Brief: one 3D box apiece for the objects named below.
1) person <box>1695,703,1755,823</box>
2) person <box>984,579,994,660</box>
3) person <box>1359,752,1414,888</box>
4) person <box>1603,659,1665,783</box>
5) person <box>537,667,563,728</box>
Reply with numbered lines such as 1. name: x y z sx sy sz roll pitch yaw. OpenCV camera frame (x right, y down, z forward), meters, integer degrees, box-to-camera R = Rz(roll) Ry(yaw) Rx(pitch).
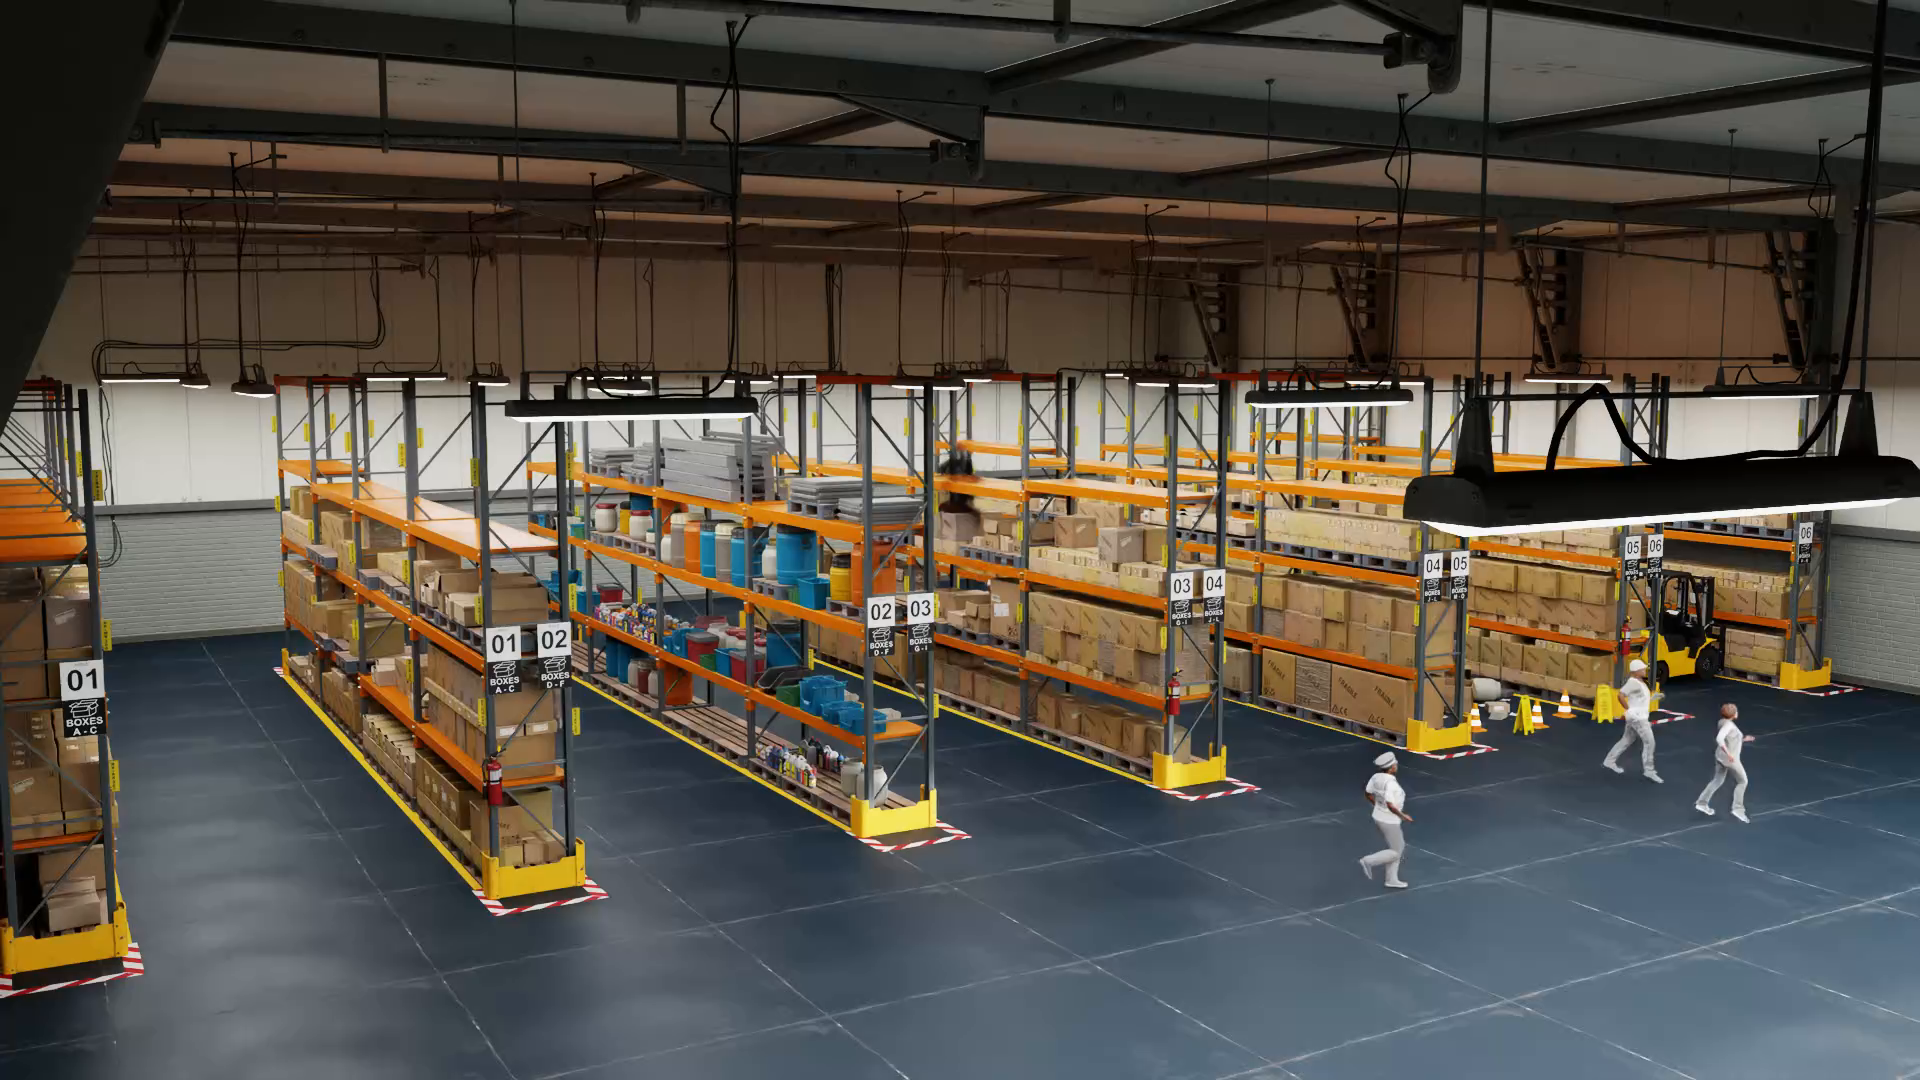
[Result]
1. person: 10.493 3.044 22.766 0.728 1.646 0.507 0 6 1
2. person: 0.695 1.673 34.635 0.696 1.737 0.624 -4 8 -34
3. person: 5.053 3.349 19.830 0.669 1.670 0.556 -1 6 -13
4. person: 10.144 2.702 24.965 0.859 1.832 0.667 2 7 17
5. person: -7.065 2.325 28.613 0.658 1.747 0.899 -5 8 -39
